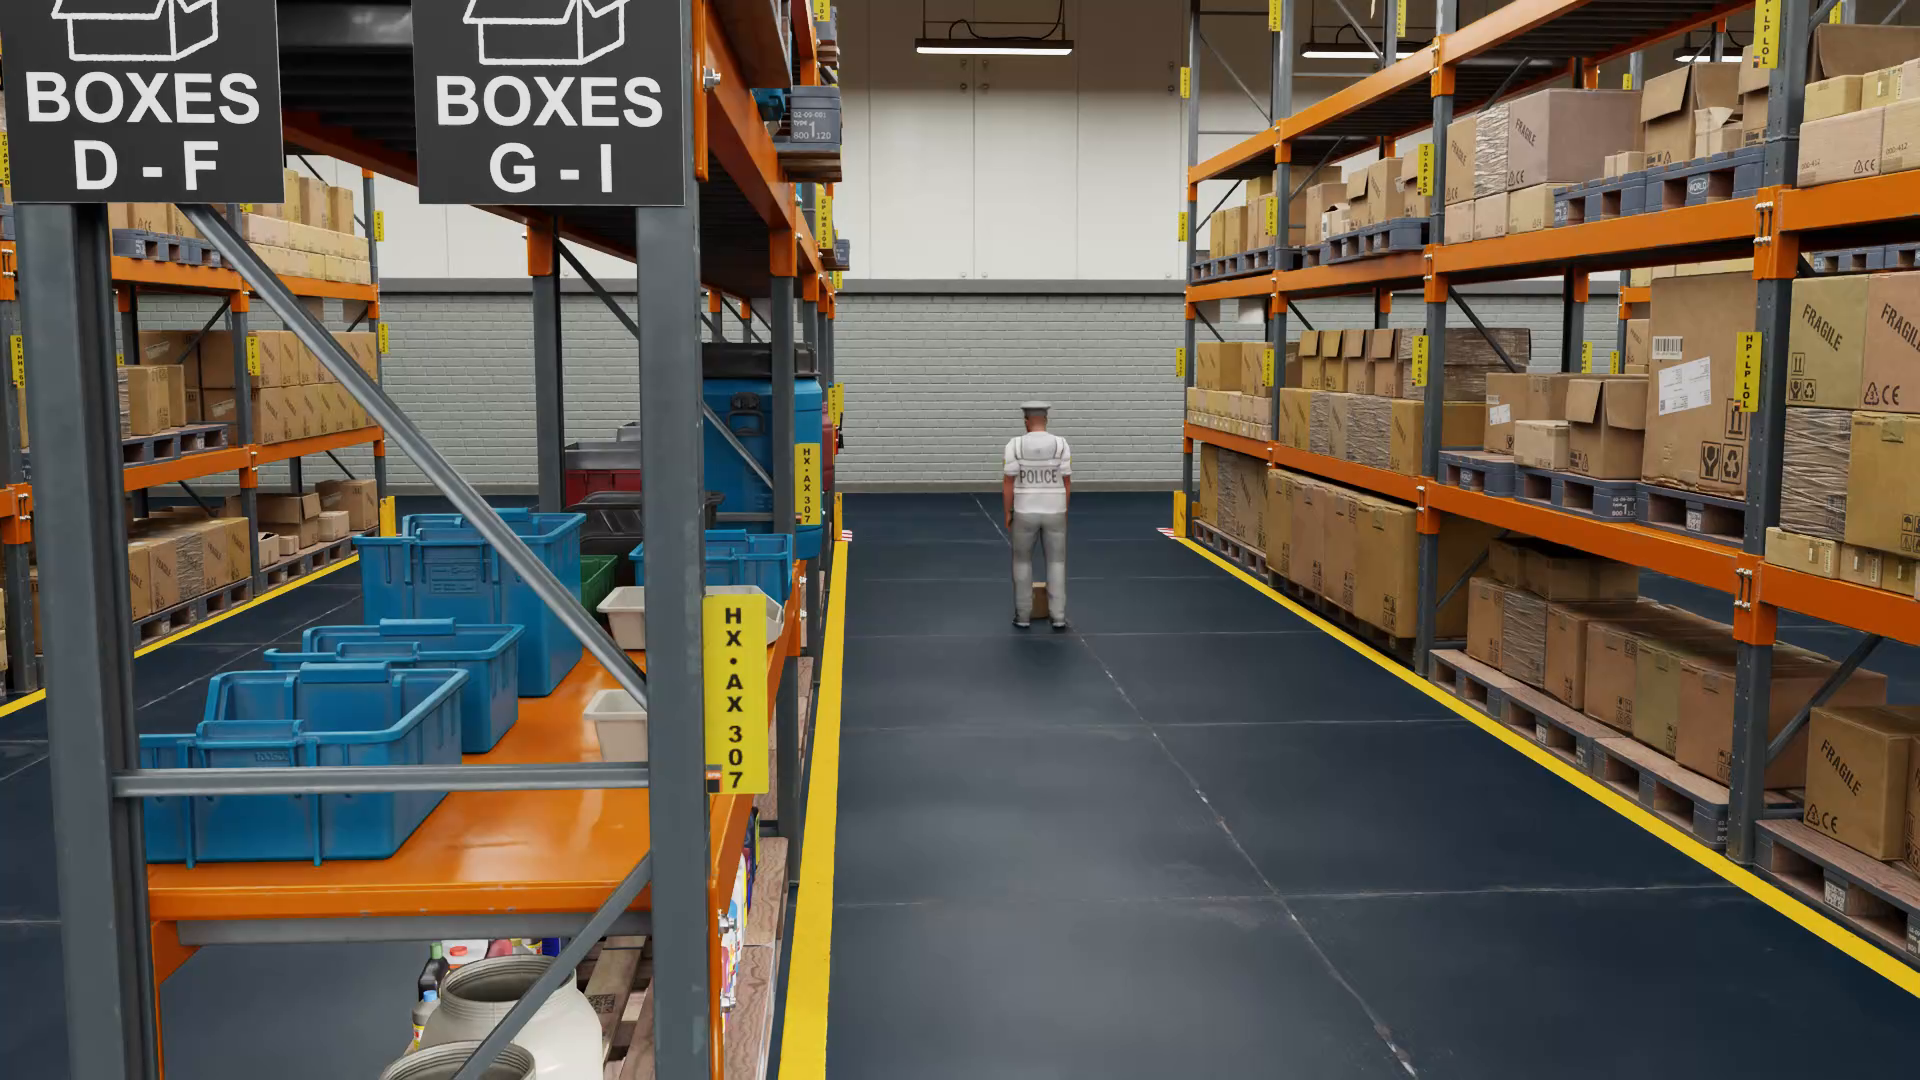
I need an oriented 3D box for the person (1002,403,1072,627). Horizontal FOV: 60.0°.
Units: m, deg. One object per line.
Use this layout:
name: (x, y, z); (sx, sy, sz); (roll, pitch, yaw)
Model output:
person: (0.591, -0.190, 12.898); (0.530, 1.745, 0.391); (0, 7, -3)
